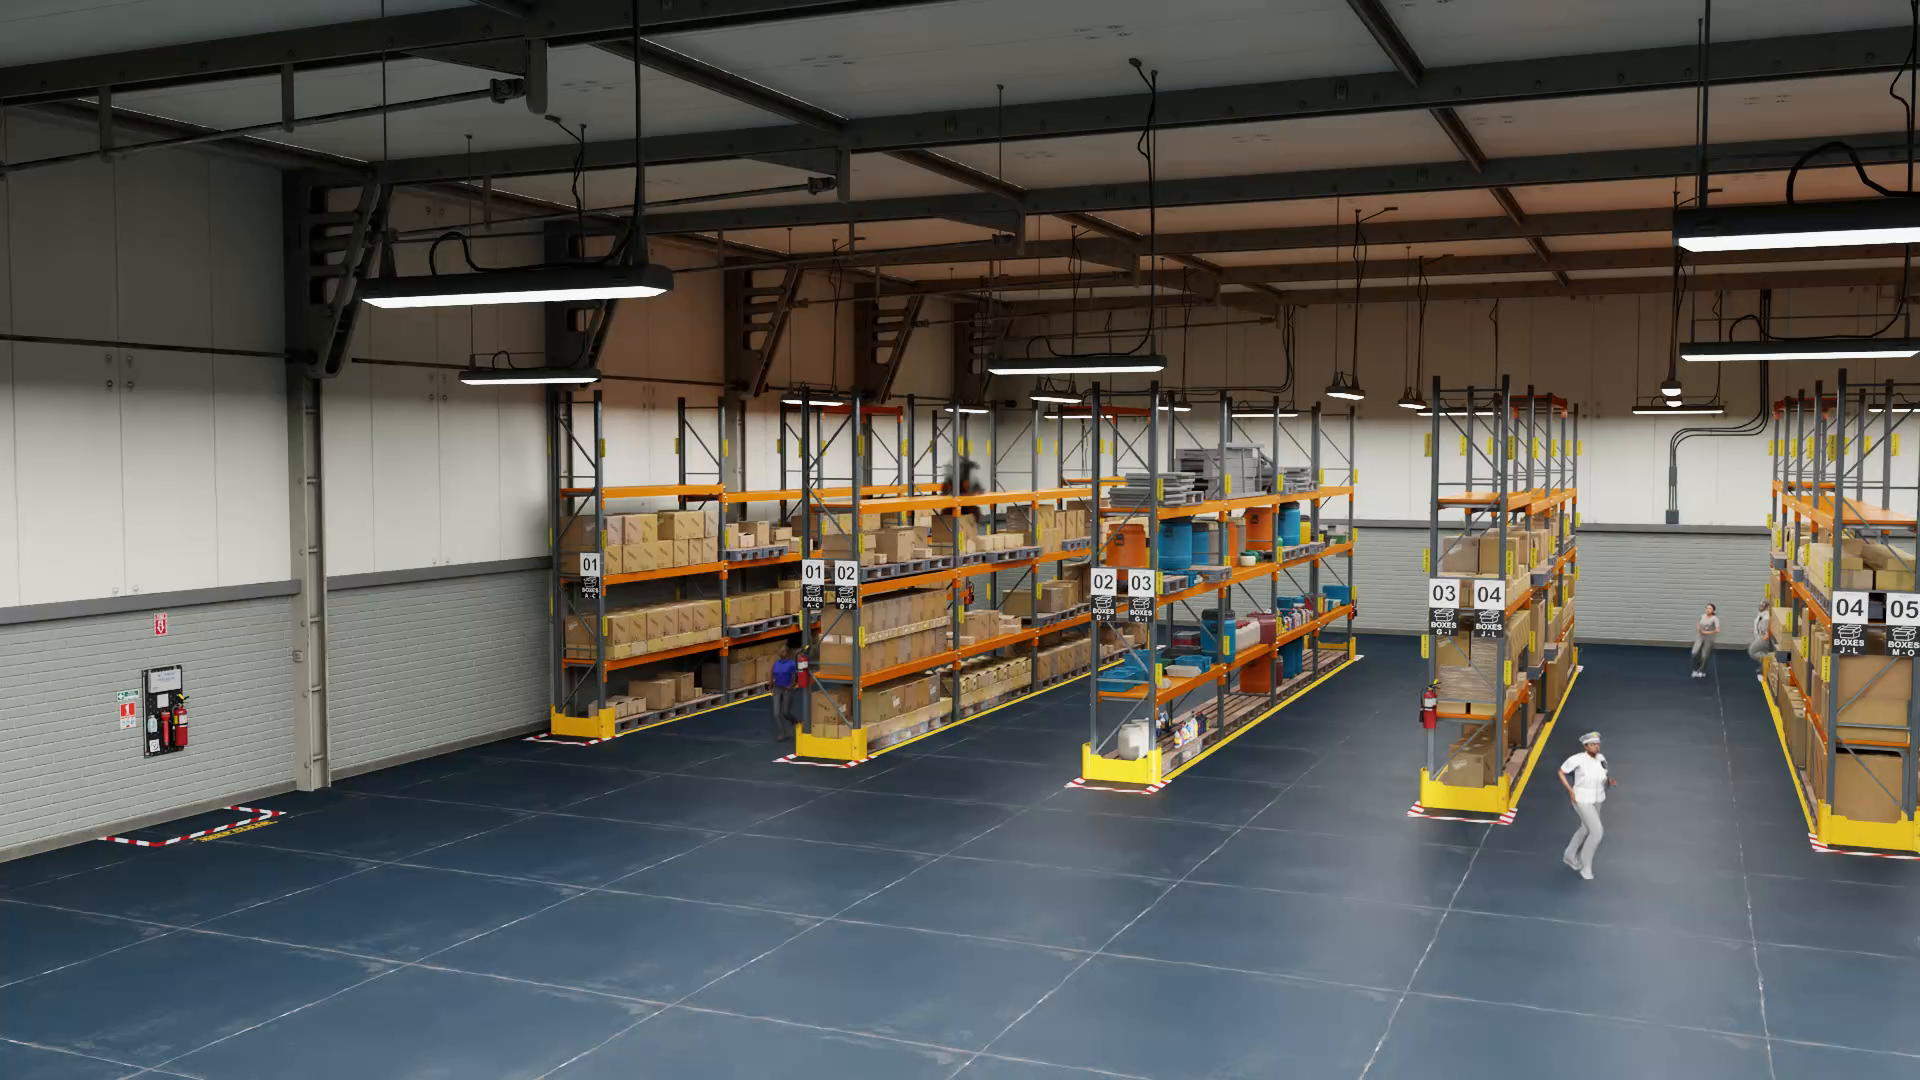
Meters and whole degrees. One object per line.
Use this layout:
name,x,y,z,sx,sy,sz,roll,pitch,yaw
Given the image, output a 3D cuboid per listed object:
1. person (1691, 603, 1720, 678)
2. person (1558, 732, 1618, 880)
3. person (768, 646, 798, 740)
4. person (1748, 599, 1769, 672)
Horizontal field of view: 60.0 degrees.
person,16.210,2.192,36.098,0.616,1.657,0.603,-3,4,-44
person,7.375,3.100,19.476,0.546,1.751,0.725,-2,3,-25
person,-3.033,2.618,28.606,0.573,1.603,0.584,1,3,18
person,17.799,2.137,36.922,0.546,1.675,0.799,1,3,14
